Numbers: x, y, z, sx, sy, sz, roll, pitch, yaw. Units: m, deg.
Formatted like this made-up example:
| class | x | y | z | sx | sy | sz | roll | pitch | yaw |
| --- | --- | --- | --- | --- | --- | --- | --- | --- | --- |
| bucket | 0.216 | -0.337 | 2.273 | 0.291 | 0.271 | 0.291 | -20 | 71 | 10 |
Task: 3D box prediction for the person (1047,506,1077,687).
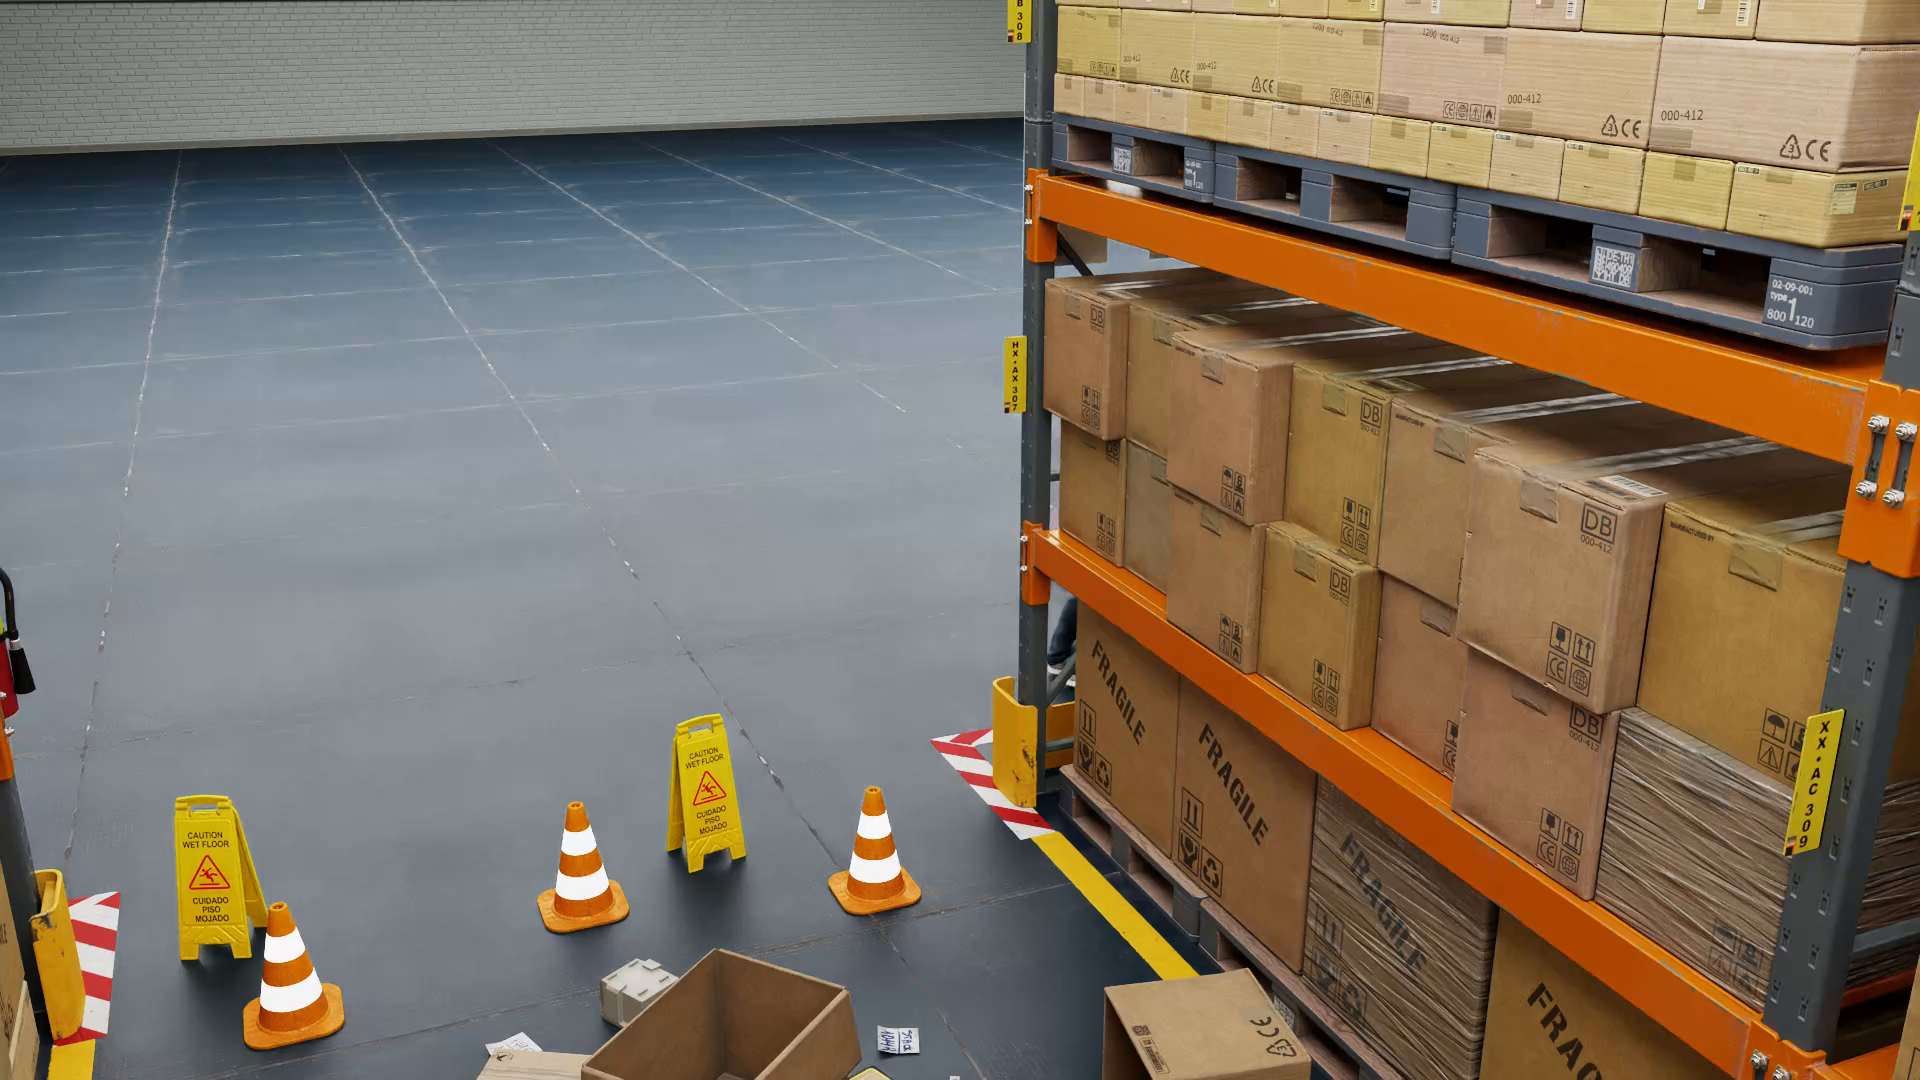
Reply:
| class | x | y | z | sx | sy | sz | roll | pitch | yaw |
| --- | --- | --- | --- | --- | --- | --- | --- | --- | --- |
| person | 0.808 | 0.254 | 8.773 | 0.871 | 0.990 | 0.394 | -7 | 20 | -19 |
